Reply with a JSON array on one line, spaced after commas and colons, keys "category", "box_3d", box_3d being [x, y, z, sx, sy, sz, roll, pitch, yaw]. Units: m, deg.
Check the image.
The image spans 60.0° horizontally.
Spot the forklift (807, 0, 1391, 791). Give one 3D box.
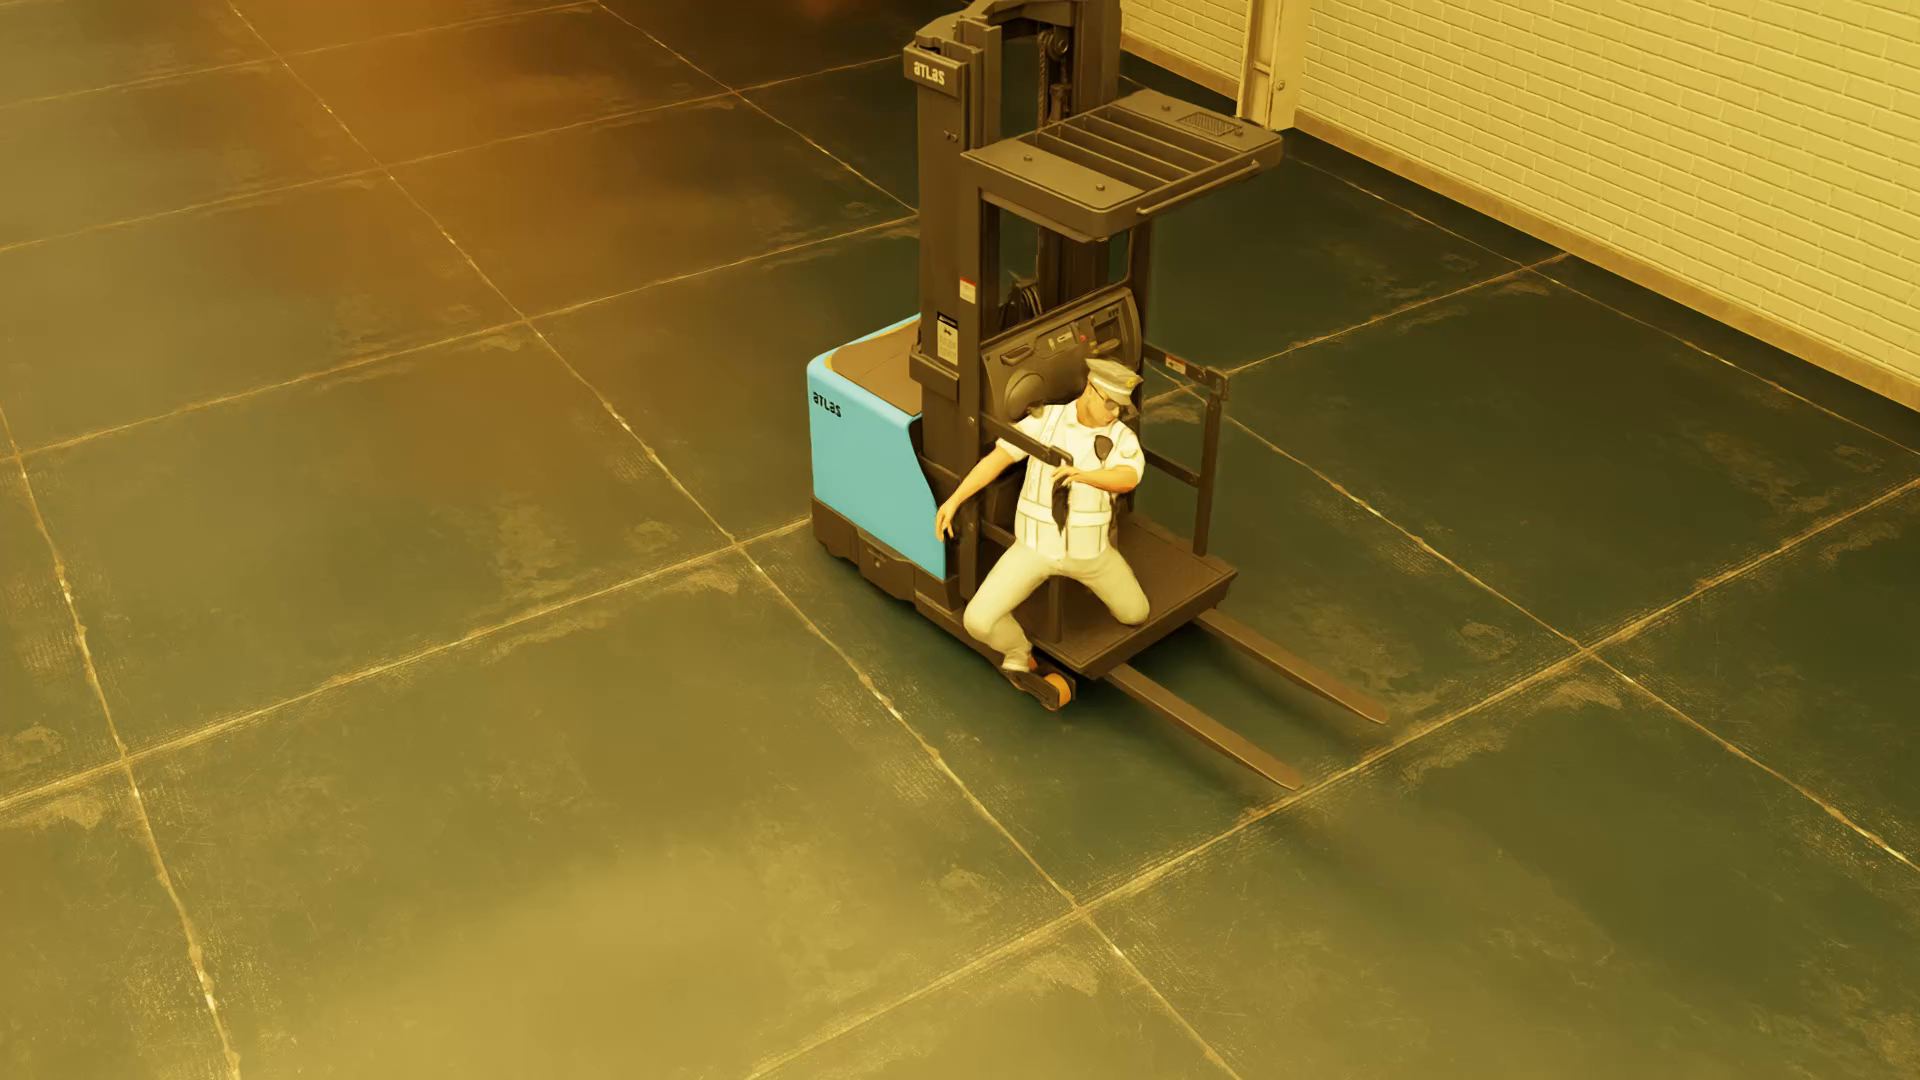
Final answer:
[{"category": "forklift", "box_3d": [0.603, -0.757, 7.225, 1.130, 2.935, 3.031, -28, 44, -34]}]

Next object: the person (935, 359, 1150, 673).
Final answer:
[{"category": "person", "box_3d": [0.373, -0.004, 7.289, 0.968, 1.551, 0.818, -2, 35, -3]}]
